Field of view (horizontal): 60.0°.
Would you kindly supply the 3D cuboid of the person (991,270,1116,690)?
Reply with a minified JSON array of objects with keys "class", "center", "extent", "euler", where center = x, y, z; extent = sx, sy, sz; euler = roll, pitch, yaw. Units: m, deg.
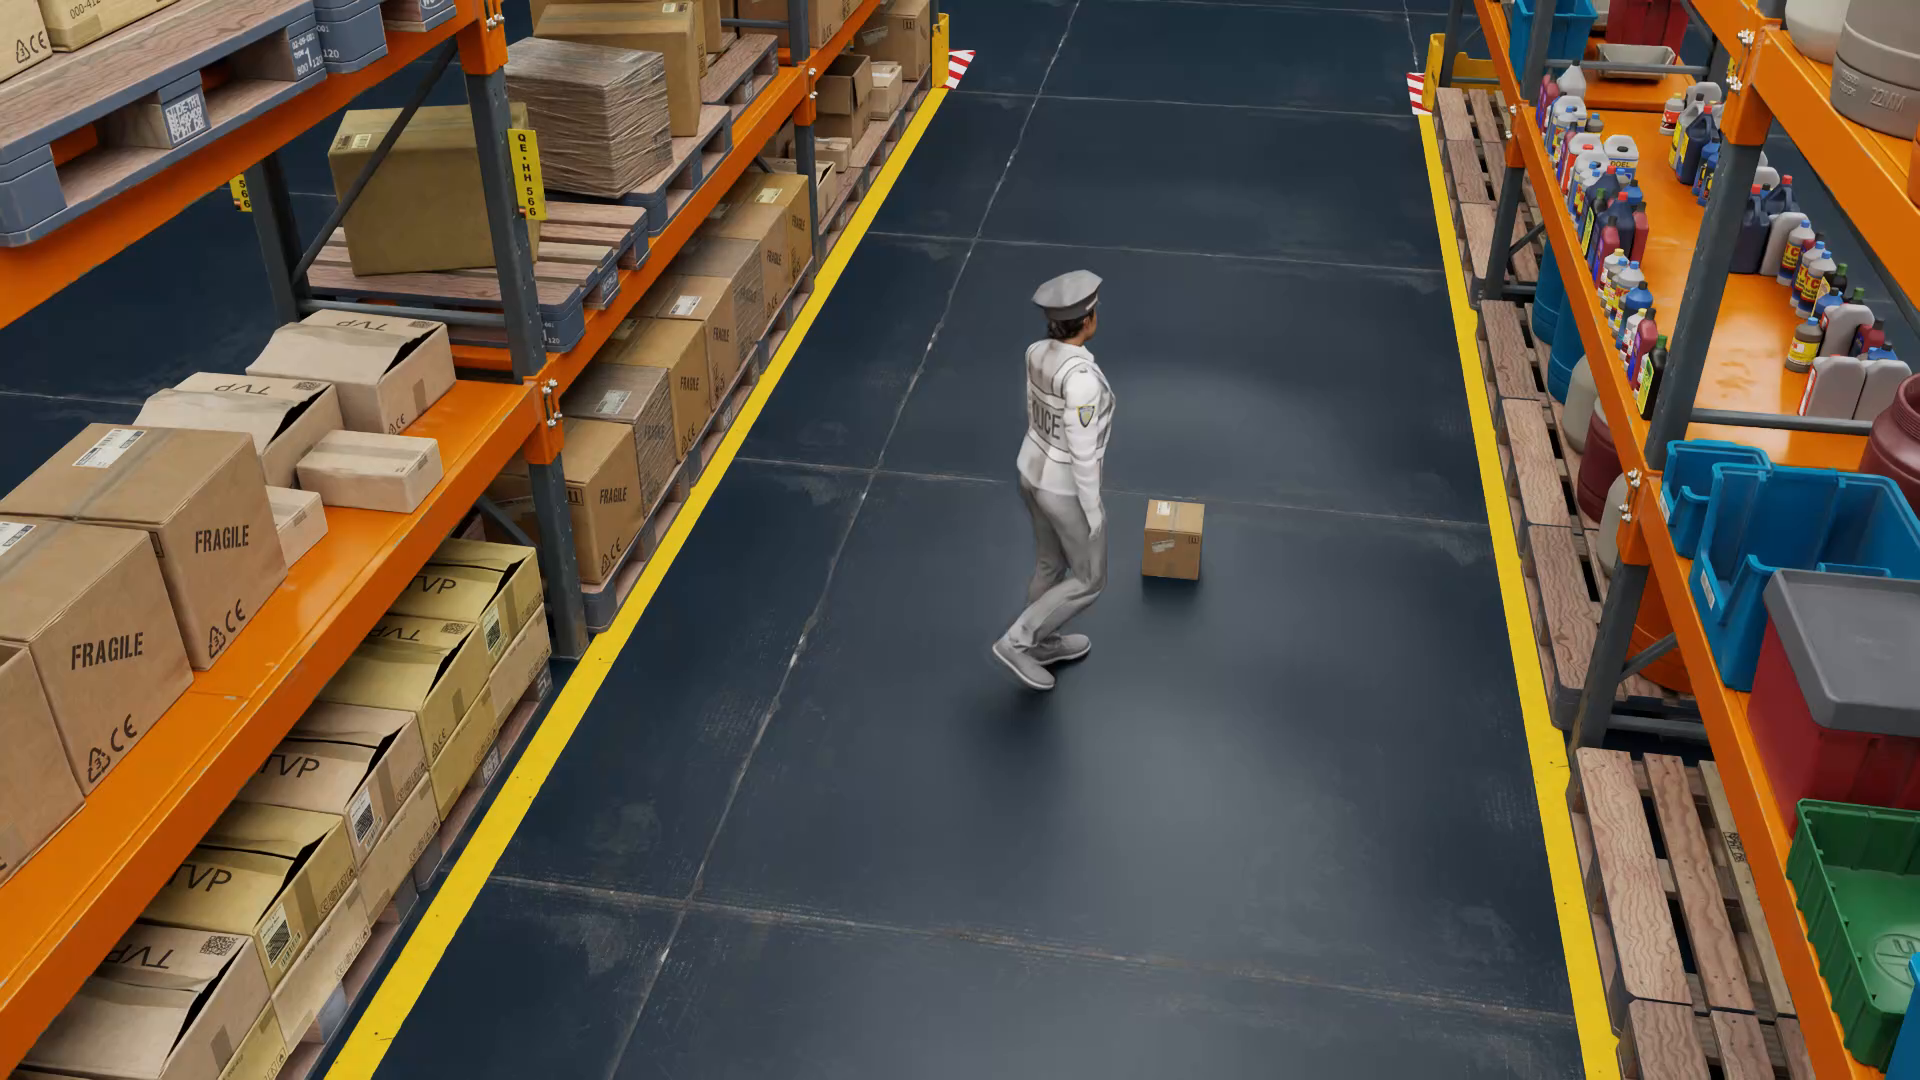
[{"class":"person","center":[0.327,-0.186,6.405],"extent":[0.514,1.666,0.541],"euler":[-12,34,-18]}]
